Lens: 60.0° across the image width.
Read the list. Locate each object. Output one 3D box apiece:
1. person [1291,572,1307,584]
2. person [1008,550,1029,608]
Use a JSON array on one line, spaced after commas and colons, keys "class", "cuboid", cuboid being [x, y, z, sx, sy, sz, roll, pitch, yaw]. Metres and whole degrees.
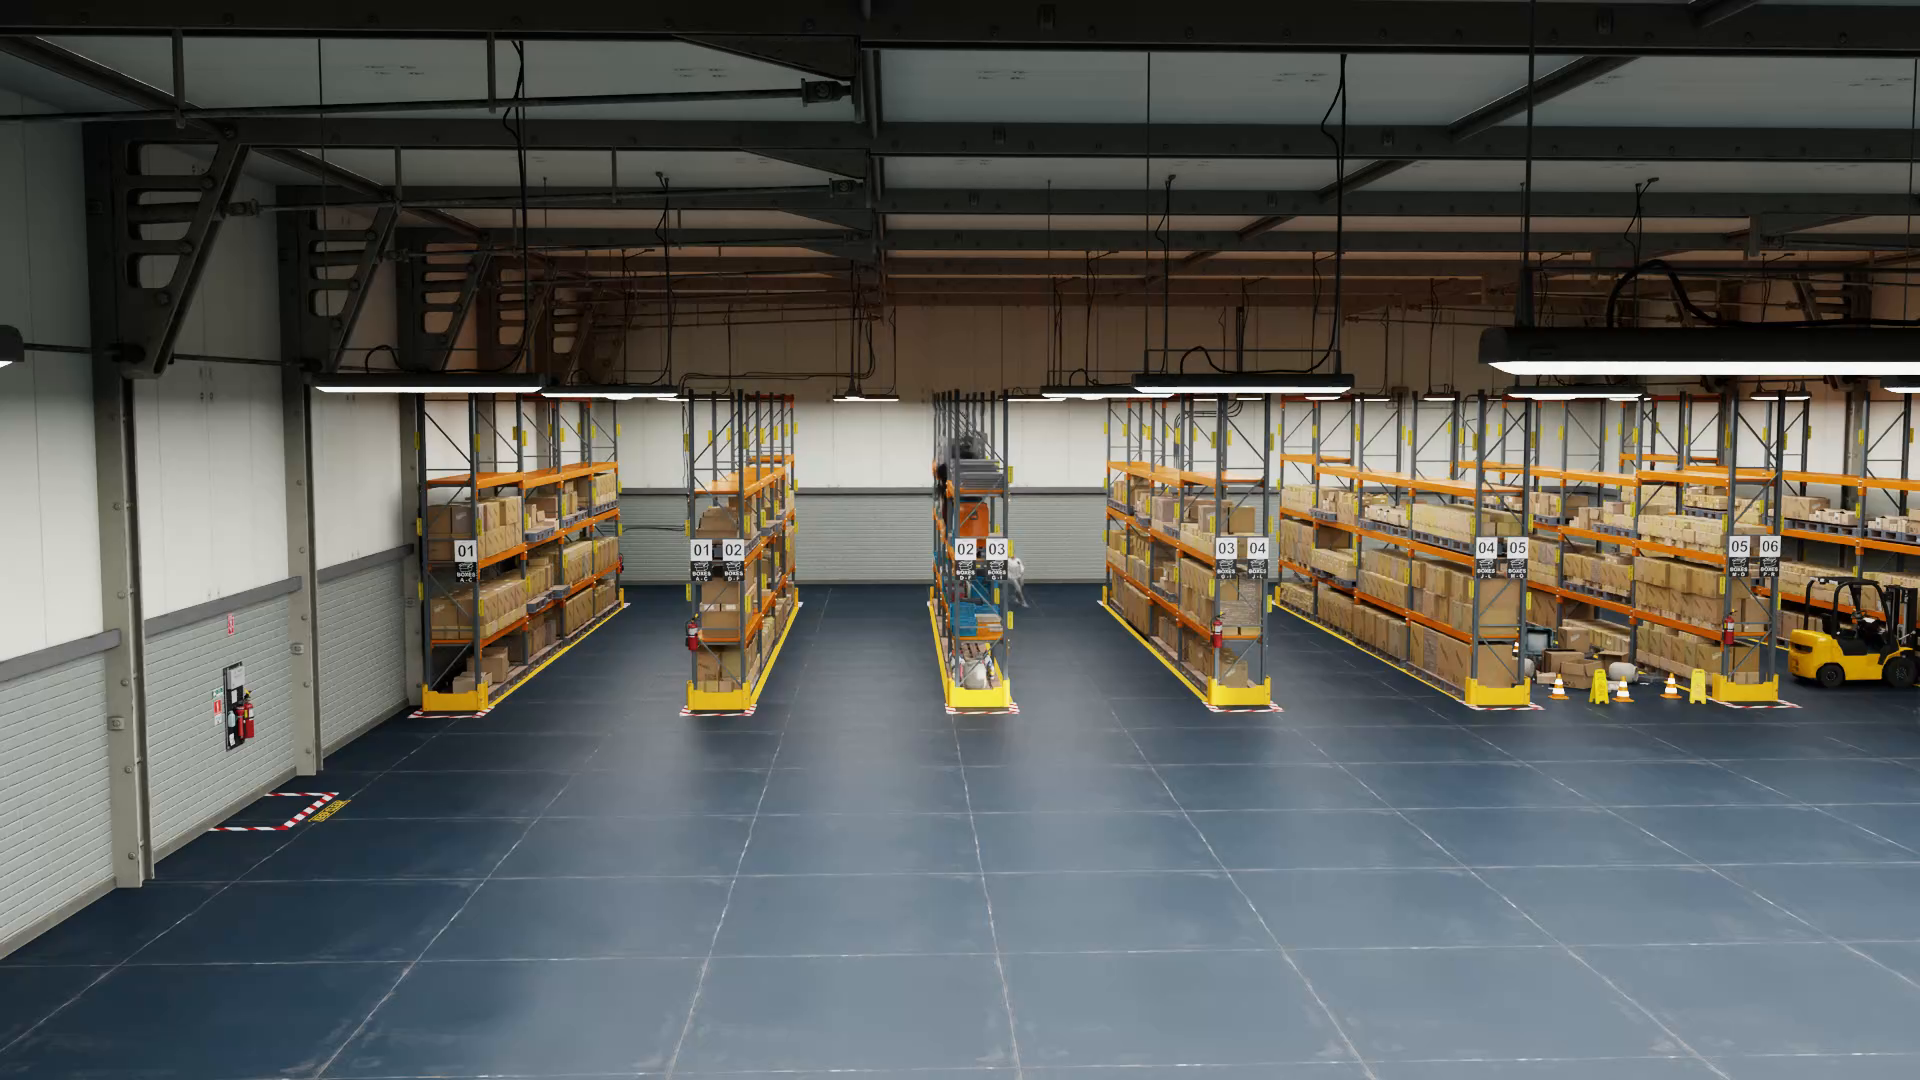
[{"class": "person", "cuboid": [10.008, 0.858, 48.830, 0.854, 1.772, 0.692, 2, 5, 25]}, {"class": "person", "cuboid": [1.511, 1.084, 47.007, 0.640, 1.640, 0.865, -2, 5, -26]}]
